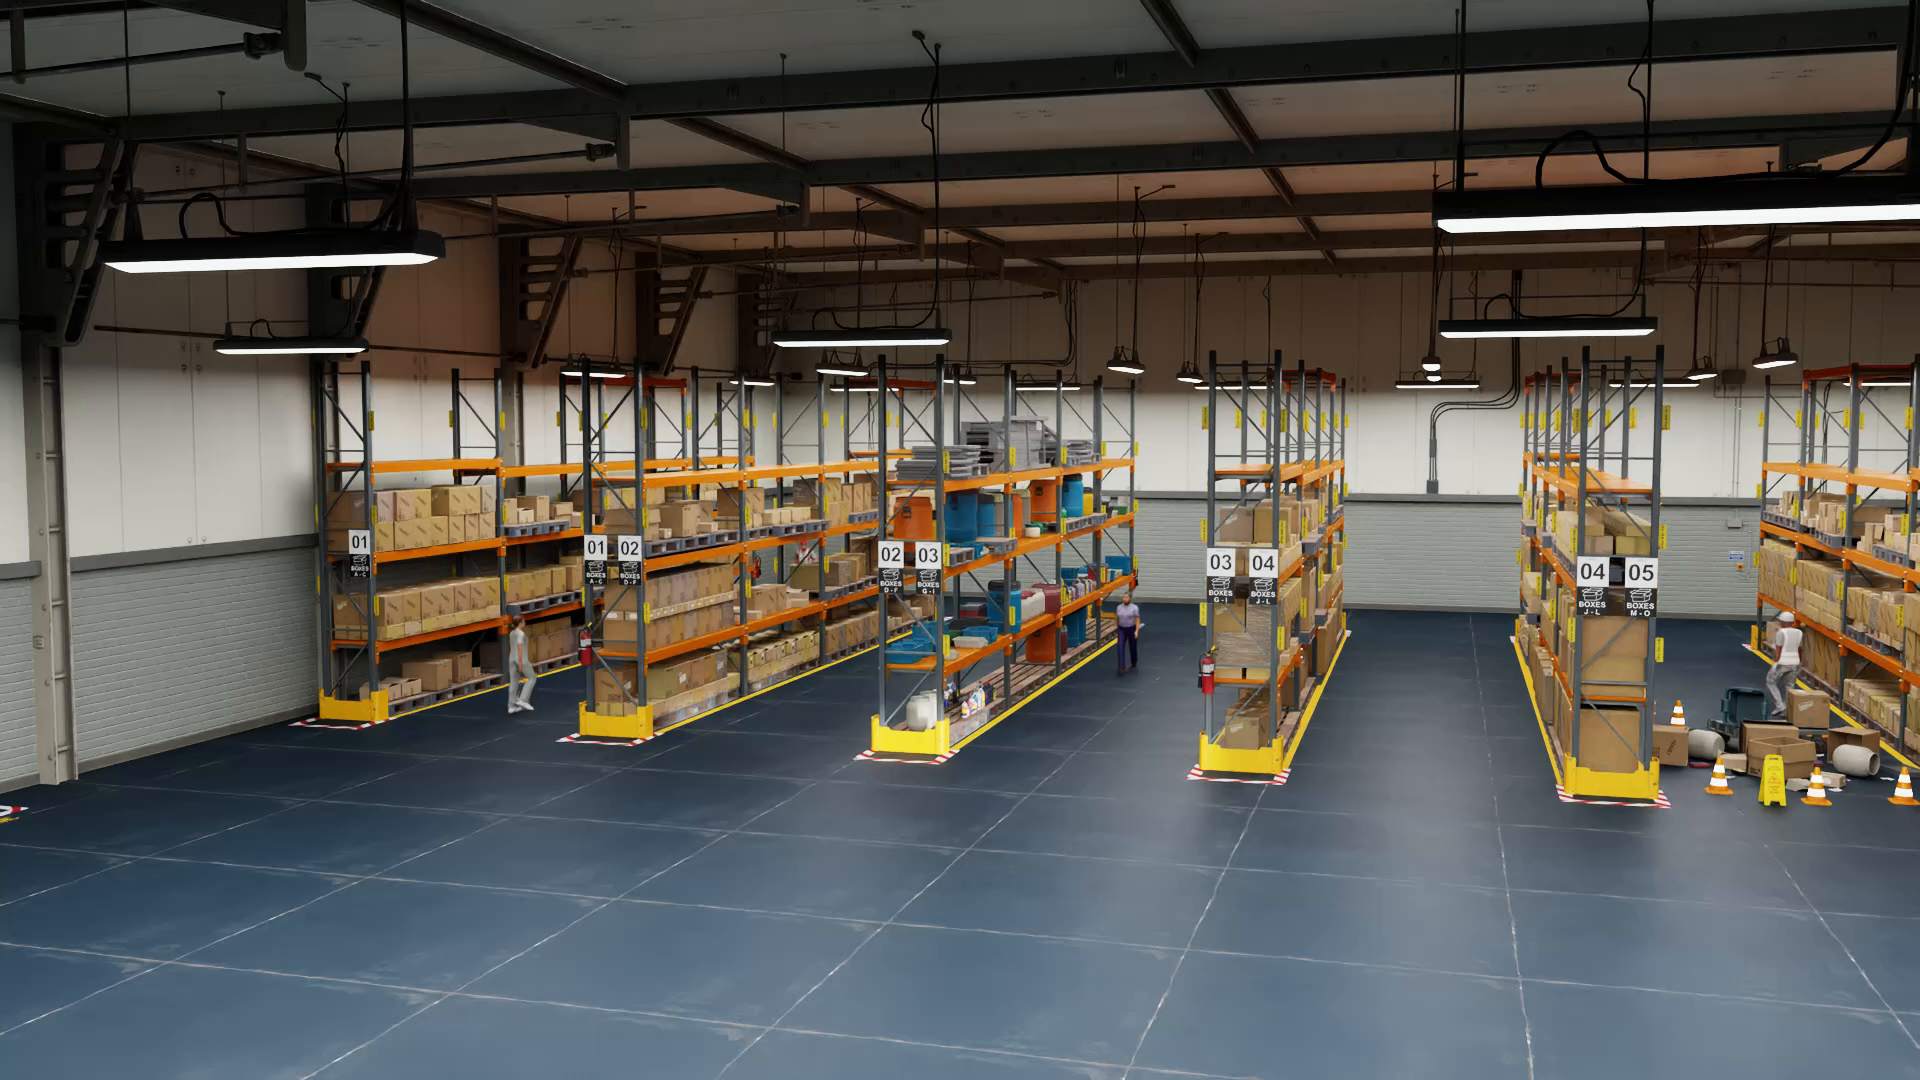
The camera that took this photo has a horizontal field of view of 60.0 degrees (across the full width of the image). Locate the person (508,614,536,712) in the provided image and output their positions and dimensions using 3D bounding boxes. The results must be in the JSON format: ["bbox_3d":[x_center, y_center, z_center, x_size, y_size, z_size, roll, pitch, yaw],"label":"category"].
[{"bbox_3d":[-7.616,2.114,28.653,0.471,1.656,0.514,2,5,27],"label":"person"}]

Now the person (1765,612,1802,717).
[{"bbox_3d":[13.943,2.103,28.101,0.599,1.785,0.405,-1,4,-14],"label":"person"}]

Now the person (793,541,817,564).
[{"bbox_3d":[-4.271,0.856,45.840,0.684,1.752,0.699,1,4,9],"label":"person"}]

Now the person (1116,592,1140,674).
[{"bbox_3d":[3.338,1.833,33.118,0.504,1.574,1.034,1,4,14],"label":"person"}]
